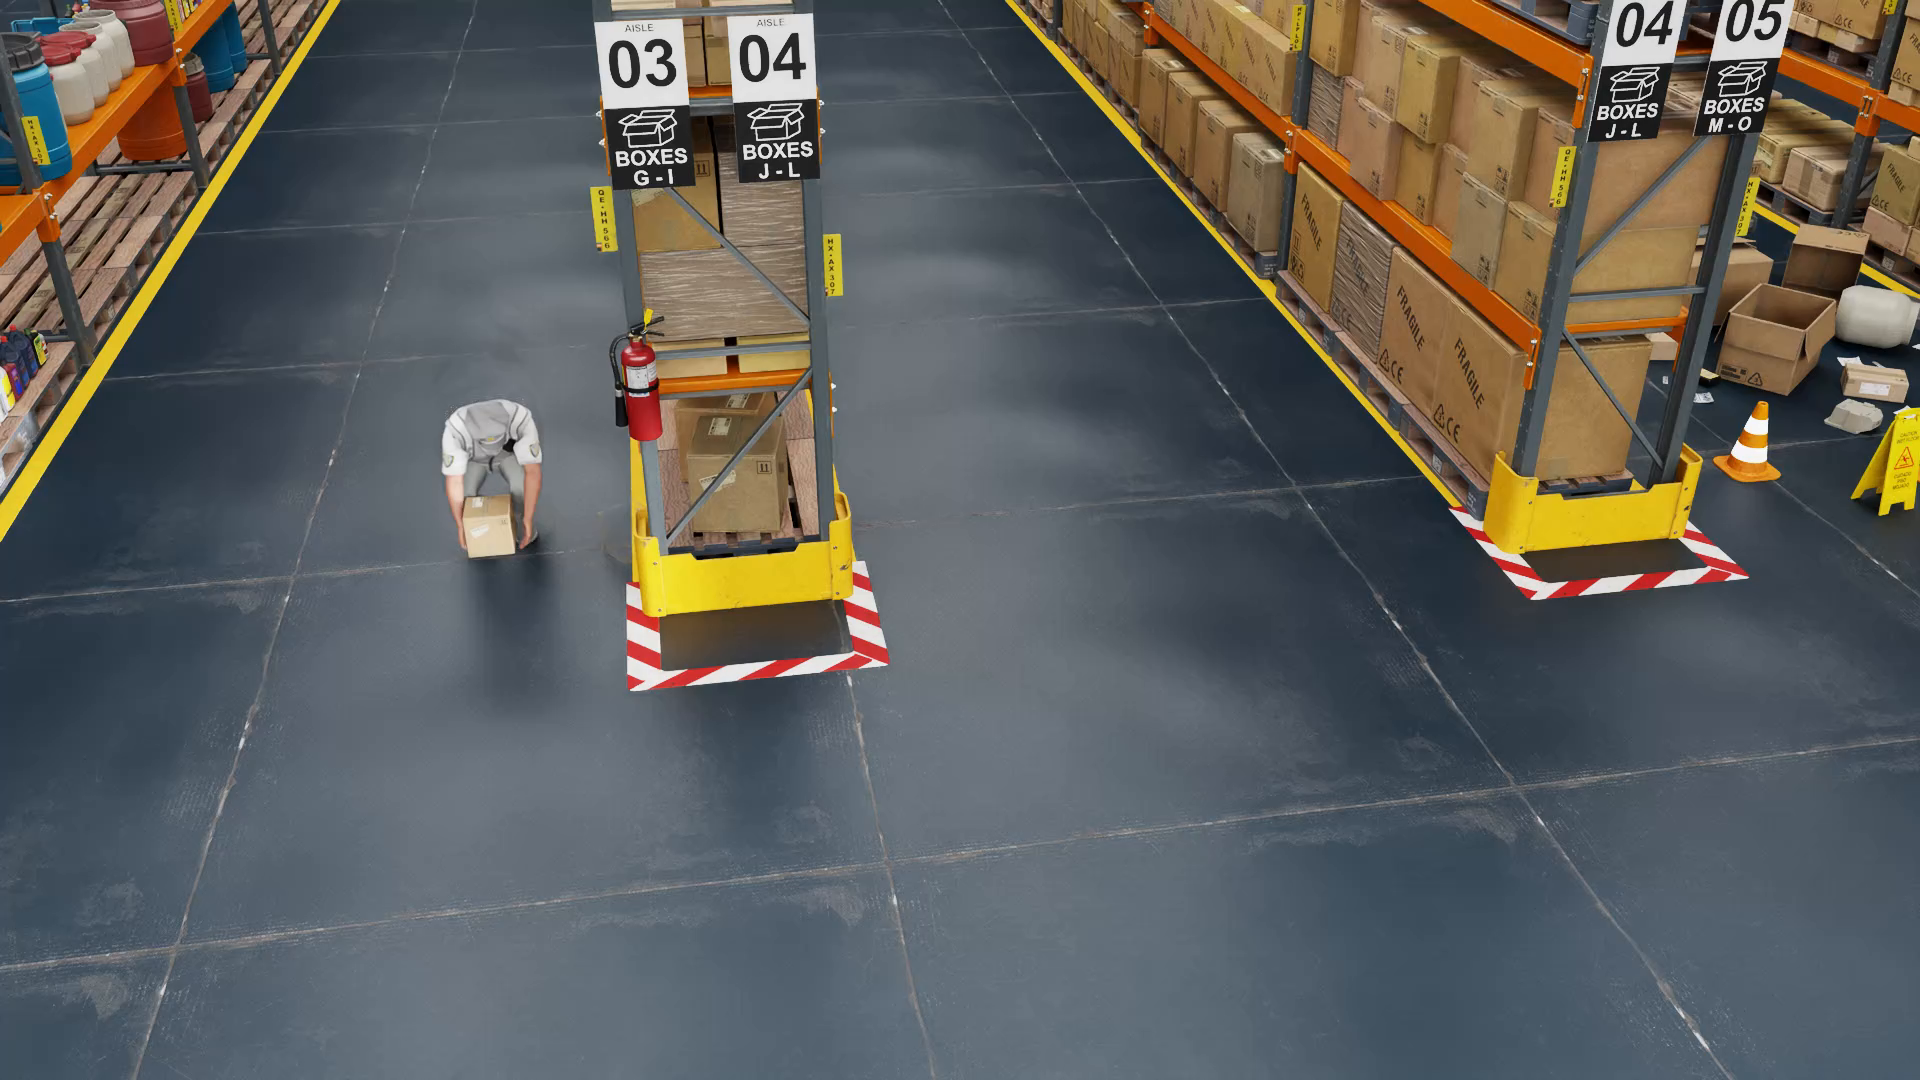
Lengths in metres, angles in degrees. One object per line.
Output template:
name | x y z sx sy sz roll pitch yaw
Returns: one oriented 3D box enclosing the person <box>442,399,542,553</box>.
person | -2.680 -0.438 9.585 0.565 1.038 0.916 -5 31 -9
